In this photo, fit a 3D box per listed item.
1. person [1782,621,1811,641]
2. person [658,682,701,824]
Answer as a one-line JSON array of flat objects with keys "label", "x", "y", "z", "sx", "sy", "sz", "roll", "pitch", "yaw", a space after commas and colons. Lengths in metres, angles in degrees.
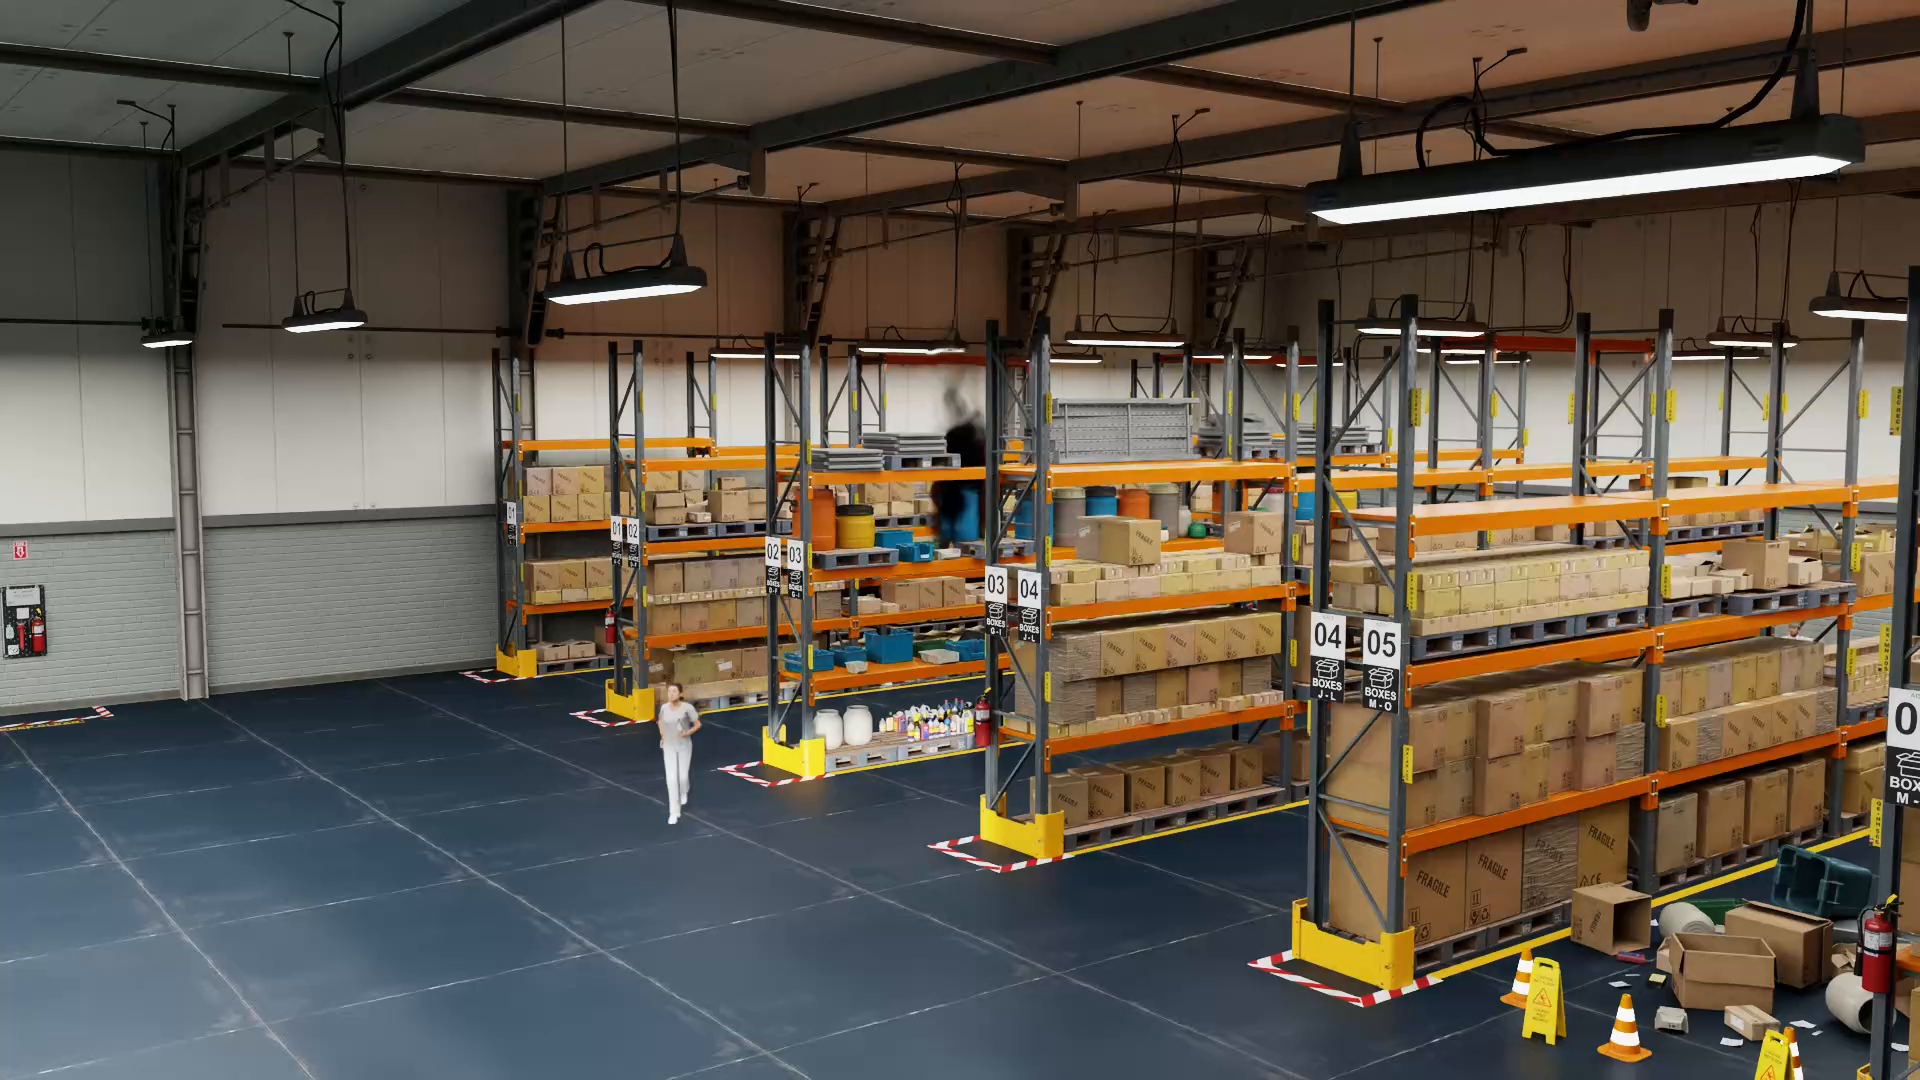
[{"label": "person", "x": 13.039, "y": 2.064, "z": 25.981, "sx": 0.630, "sy": 1.701, "sz": 0.856, "roll": 5, "pitch": 7, "yaw": 44}, {"label": "person", "x": -3.430, "y": 2.557, "z": 20.312, "sx": 0.561, "sy": 1.674, "sz": 0.857, "roll": 0, "pitch": 5, "yaw": 3}]
